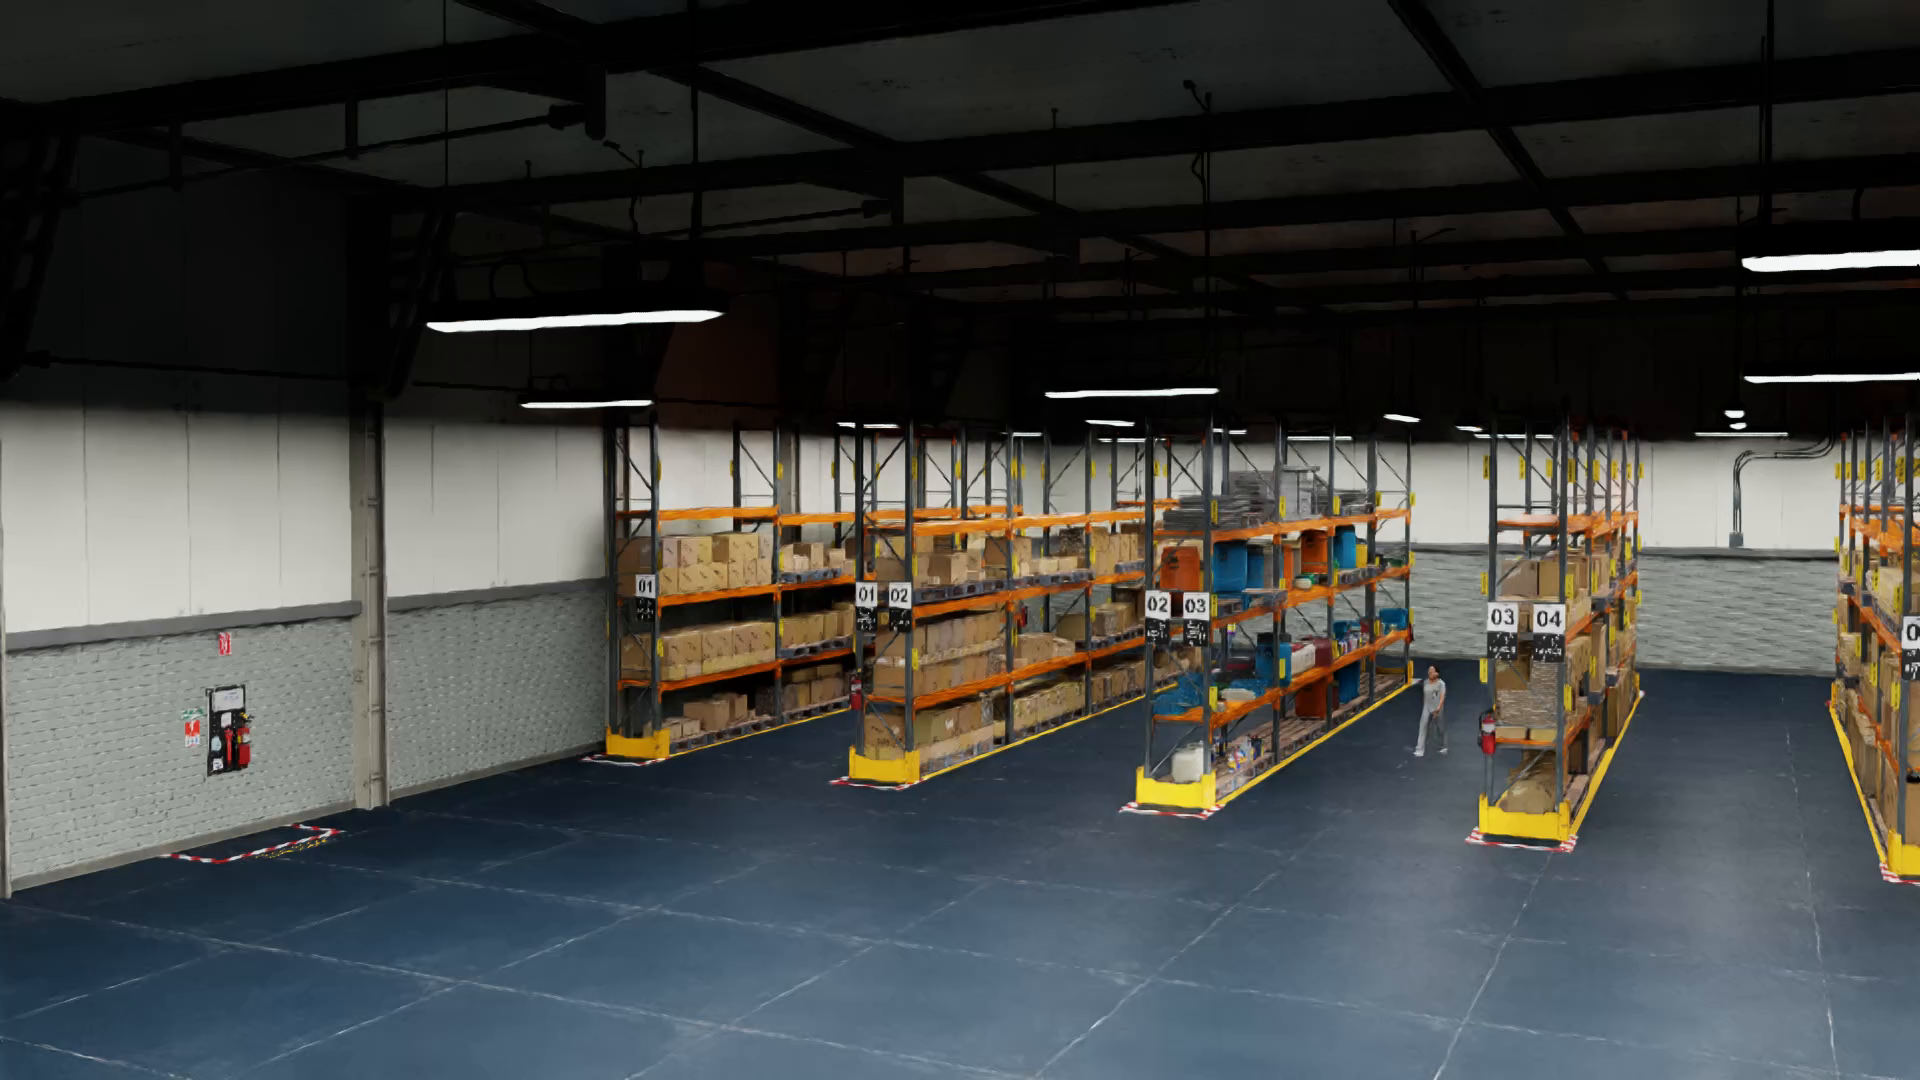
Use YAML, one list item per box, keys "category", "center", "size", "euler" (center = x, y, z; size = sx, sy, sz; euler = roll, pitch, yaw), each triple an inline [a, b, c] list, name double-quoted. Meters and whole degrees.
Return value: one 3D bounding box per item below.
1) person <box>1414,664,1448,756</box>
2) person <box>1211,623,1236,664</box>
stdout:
- category: "person"
  center: [8.276, 2.962, 29.060]
  size: [0.445, 1.605, 1.017]
  euler: [2, 3, 34]
- category: "person"
  center: [6.748, 2.330, 42.359]
  size: [0.722, 1.761, 0.465]
  euler: [-2, 3, -39]
